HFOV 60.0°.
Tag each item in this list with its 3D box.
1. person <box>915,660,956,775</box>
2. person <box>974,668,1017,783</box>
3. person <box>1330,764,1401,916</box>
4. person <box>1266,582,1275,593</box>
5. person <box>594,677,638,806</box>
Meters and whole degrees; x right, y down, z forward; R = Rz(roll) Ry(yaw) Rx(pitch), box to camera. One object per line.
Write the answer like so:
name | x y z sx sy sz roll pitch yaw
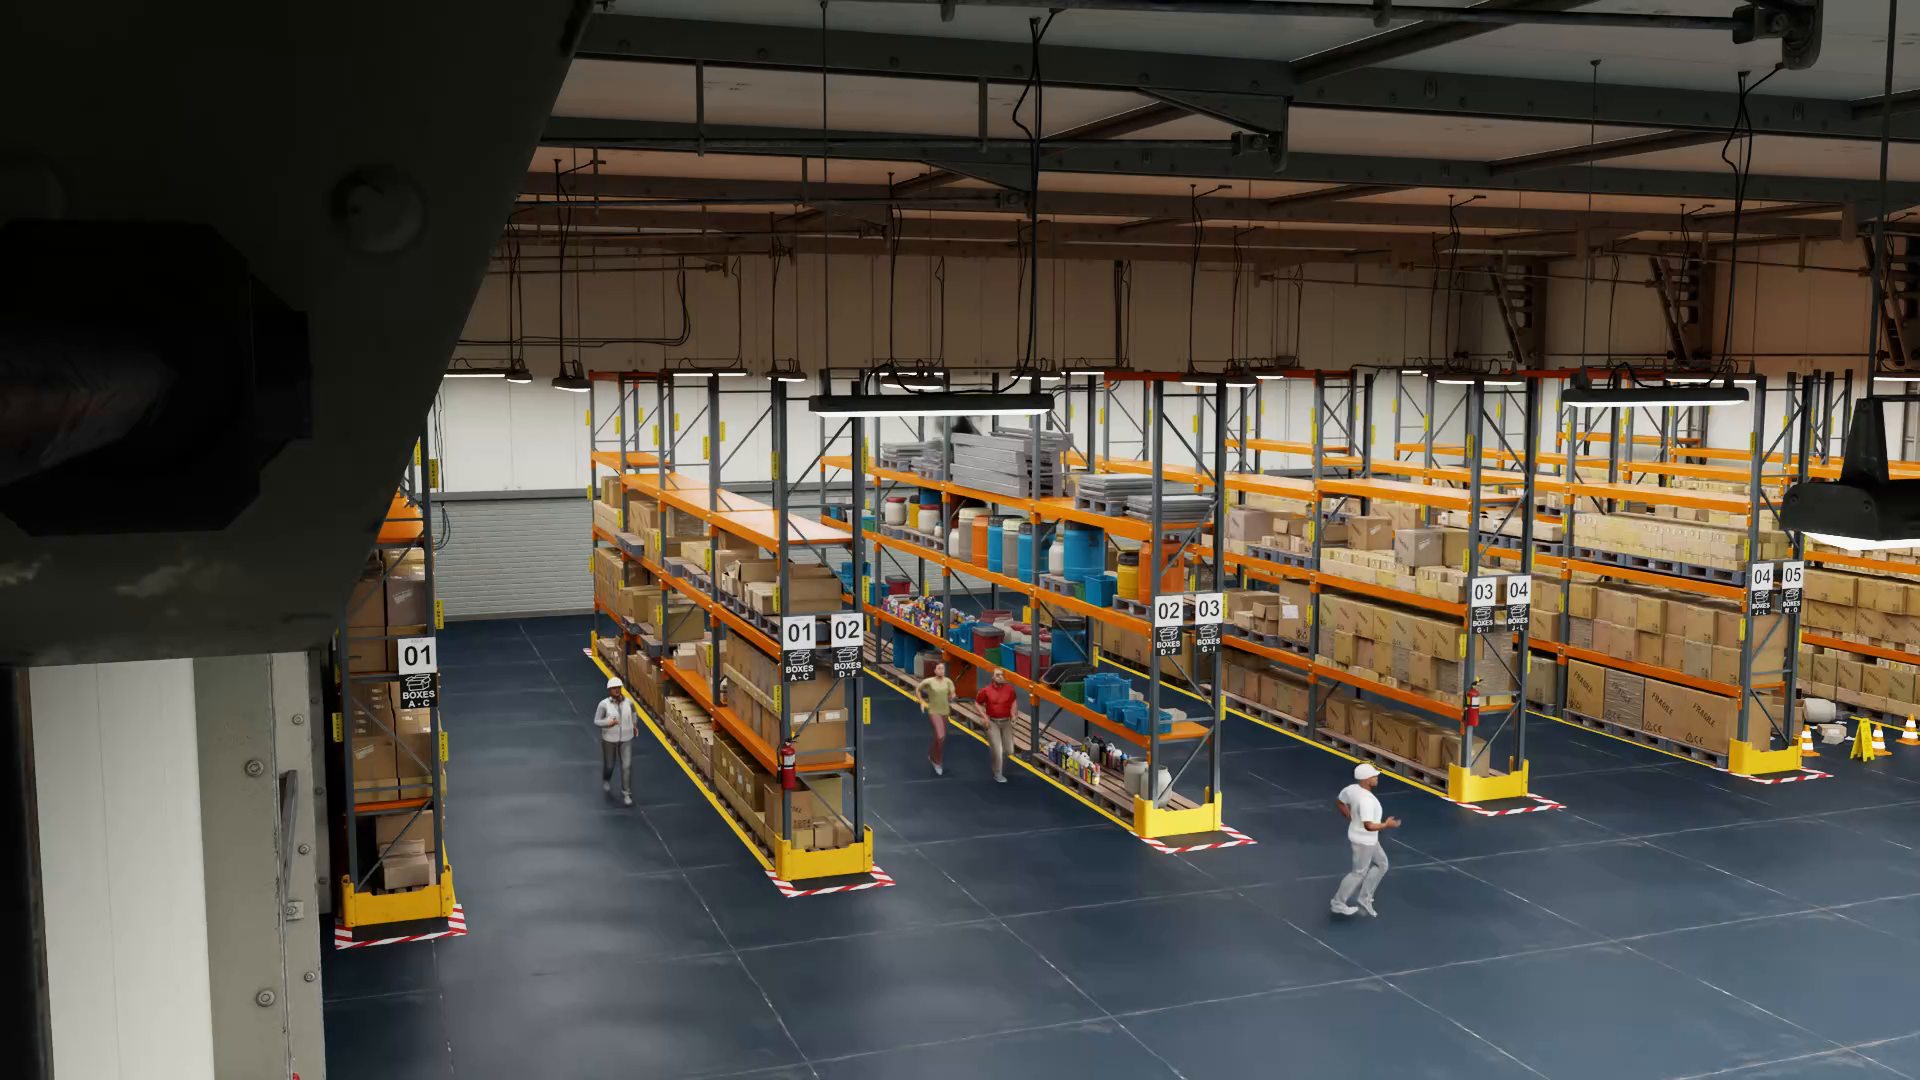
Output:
person | -0.332 2.682 25.307 0.543 1.720 0.723 -4 7 -30
person | 0.549 2.734 24.755 0.656 1.682 0.664 -2 7 -19
person | 4.542 3.389 18.643 0.738 1.806 0.671 1 6 6
person | 7.742 0.974 41.219 0.650 1.548 0.493 -6 9 -45
person | -4.847 2.812 23.533 0.661 1.751 0.963 -3 7 -23
